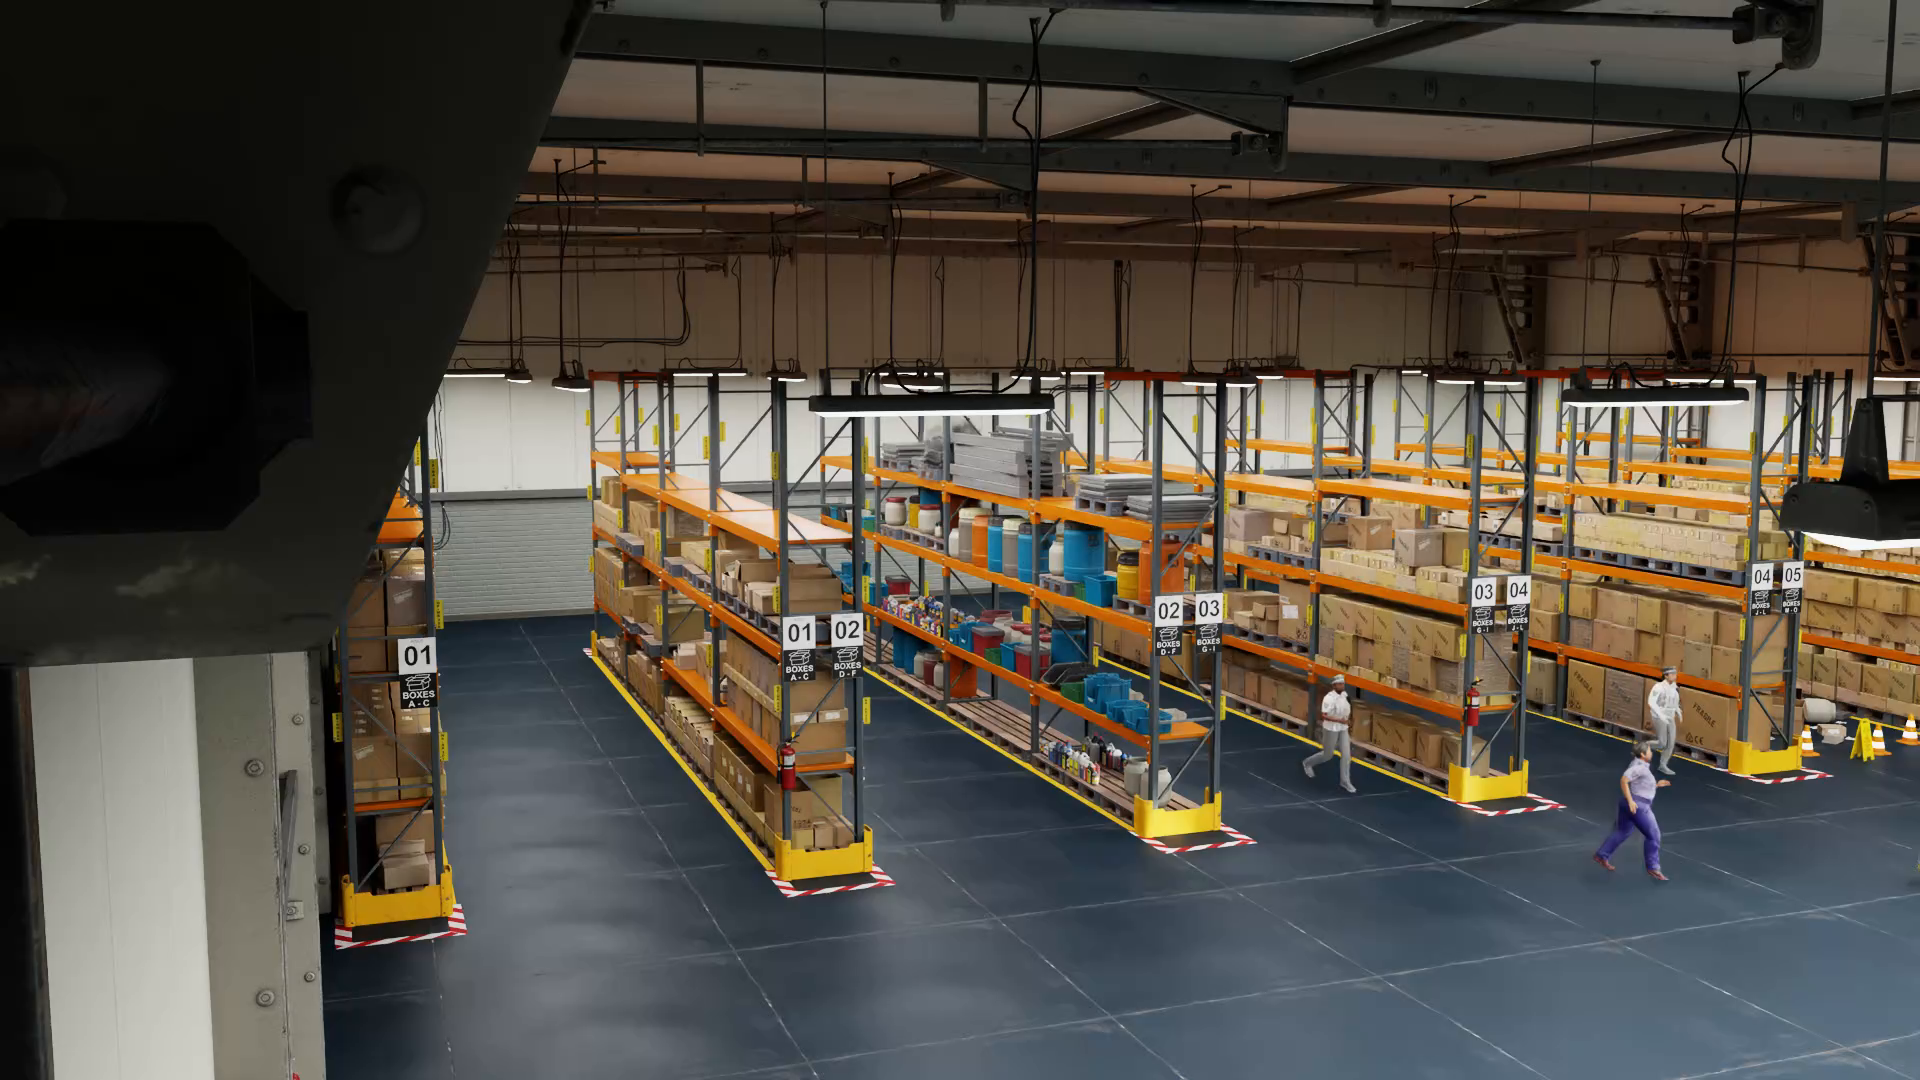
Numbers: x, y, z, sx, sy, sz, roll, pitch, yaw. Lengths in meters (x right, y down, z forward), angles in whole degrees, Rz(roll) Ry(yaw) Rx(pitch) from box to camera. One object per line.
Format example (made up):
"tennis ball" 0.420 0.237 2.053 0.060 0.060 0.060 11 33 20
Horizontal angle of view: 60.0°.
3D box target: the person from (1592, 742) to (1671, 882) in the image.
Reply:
"person" 8.130 3.267 20.090 0.855 1.693 0.580 1 6 7

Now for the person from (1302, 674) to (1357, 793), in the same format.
"person" 5.487 2.784 24.341 0.586 1.710 0.864 -4 7 -31

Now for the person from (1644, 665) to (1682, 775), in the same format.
"person" 10.677 2.698 25.329 0.642 1.668 0.640 -3 7 -28
